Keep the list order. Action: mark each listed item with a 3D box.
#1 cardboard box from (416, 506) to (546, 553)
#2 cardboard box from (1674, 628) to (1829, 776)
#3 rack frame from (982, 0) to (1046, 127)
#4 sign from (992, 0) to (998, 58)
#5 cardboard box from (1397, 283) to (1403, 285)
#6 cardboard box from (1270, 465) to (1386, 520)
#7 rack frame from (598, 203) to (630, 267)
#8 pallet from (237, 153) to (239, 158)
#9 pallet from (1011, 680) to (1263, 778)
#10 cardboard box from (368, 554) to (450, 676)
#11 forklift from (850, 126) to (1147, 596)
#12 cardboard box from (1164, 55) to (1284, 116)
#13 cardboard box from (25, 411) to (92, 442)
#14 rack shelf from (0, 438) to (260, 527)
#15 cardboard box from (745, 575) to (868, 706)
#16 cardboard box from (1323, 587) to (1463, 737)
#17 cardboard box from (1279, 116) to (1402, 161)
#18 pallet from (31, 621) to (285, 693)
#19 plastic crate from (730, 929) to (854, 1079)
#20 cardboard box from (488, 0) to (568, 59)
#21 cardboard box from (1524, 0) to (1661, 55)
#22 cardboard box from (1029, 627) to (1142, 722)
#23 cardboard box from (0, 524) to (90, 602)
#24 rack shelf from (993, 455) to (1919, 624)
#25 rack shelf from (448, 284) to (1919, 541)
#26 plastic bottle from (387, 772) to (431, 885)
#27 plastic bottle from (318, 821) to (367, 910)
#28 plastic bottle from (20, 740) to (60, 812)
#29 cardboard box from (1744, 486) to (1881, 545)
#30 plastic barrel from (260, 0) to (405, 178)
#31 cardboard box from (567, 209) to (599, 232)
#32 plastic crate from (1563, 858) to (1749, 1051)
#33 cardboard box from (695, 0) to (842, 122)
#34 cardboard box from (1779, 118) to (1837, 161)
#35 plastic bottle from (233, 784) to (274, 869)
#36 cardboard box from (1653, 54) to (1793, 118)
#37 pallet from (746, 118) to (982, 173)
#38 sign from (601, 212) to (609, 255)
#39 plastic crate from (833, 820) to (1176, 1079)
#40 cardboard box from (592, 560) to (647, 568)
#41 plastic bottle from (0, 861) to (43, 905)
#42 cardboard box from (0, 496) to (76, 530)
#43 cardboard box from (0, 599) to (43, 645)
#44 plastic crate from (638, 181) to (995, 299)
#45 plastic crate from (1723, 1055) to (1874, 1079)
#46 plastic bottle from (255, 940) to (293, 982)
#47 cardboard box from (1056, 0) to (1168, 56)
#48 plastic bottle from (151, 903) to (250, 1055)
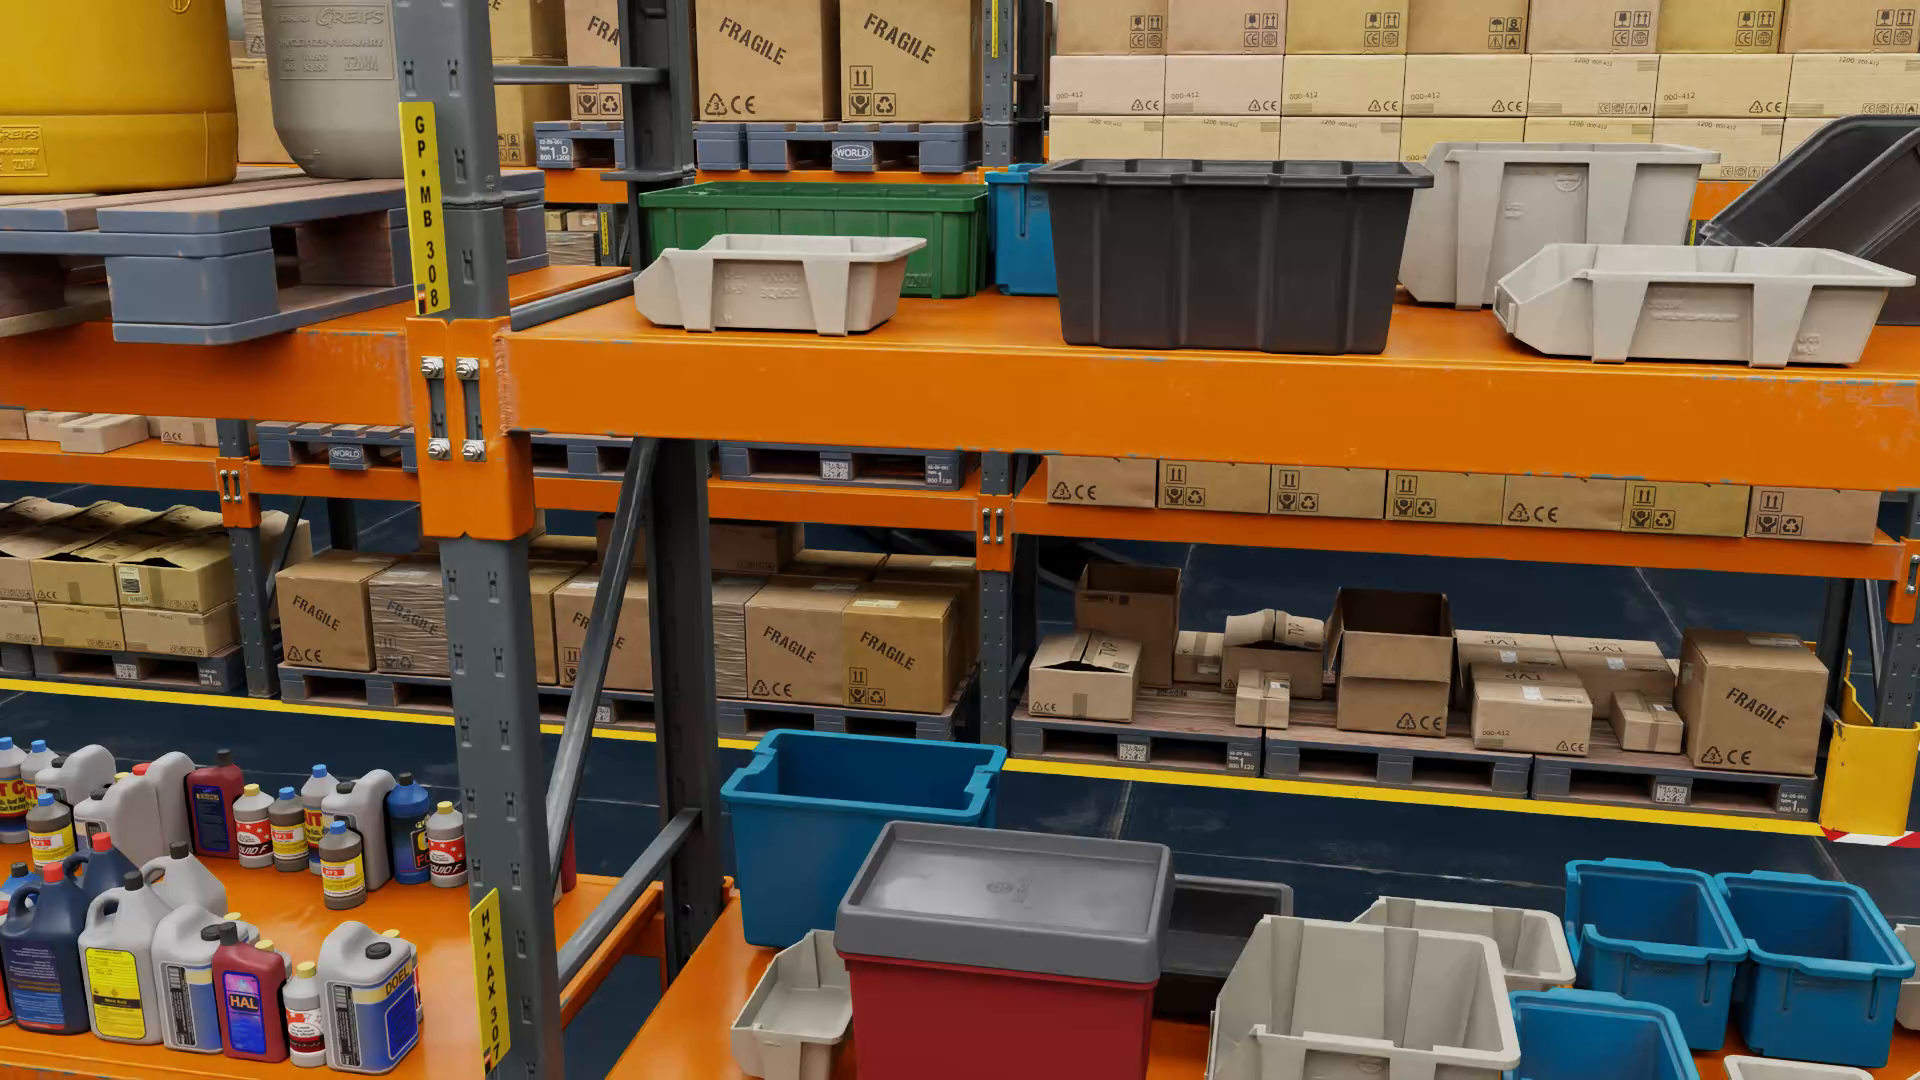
[{"bbox_3d":[-2.642,-0.103,9.198,0.500,0.250,0.500,4,16,13],"label":"cardboard box"},{"bbox_3d":[3.597,0.729,7.599,0.500,0.500,0.500,3,16,11],"label":"cardboard box"},{"bbox_3d":[0.259,-3.403,7.419,0.127,3.000,1.000,3,16,11],"label":"rack frame"},{"bbox_3d":[0.152,-2.251,7.173,0.005,0.325,0.100,3,16,11],"label":"sign"},{"bbox_3d":[2.180,-0.861,7.421,0.500,0.500,0.500,4,16,13],"label":"cardboard box"},{"bbox_3d":[1.696,-0.408,7.658,0.500,0.500,0.500,3,16,11],"label":"cardboard box"},{"bbox_3d":[-2.678,-2.020,13.667,0.127,3.000,1.000,3,16,11],"label":"rack frame"},{"bbox_3d":[-4.344,-2.092,8.659,1.003,0.211,1.213,4,16,14],"label":"pallet"},{"bbox_3d":[0.932,0.869,8.459,1.213,0.211,1.003,3,16,11],"label":"pallet"},{"bbox_3d":[-2.758,0.394,8.811,0.500,0.500,0.500,3,16,9],"label":"cardboard box"},{"bbox_3d":[0.310,-1.243,10.988,1.130,2.935,3.031,-9,18,-29],"label":"forklift"},{"bbox_3d":[1.176,-2.009,7.351,0.500,0.250,0.500,3,16,11],"label":"cardboard box"},{"bbox_3d":[-4.922,-0.656,9.213,0.250,0.149,0.380,4,16,15],"label":"cardboard box"},{"bbox_3d":[-5.621,-0.484,9.468,4.000,0.370,1.077,3,16,11],"label":"rack shelf"},{"bbox_3d":[-0.765,0.501,8.422,0.500,0.500,0.500,3,16,11],"label":"cardboard box"},{"bbox_3d":[2.101,0.578,8.139,0.637,0.503,0.797,3,16,11],"label":"cardboard box"},{"bbox_3d":[1.665,-1.740,7.315,0.500,0.250,0.500,3,16,11],"label":"cardboard box"},{"bbox_3d":[-4.460,0.565,9.555,1.213,0.211,1.003,3,16,11],"label":"pallet"},{"bbox_3d":[-0.304,0.944,3.346,0.243,0.136,0.396,3,16,11],"label":"plastic crate"},{"bbox_3d":[-2.235,-2.621,8.155,0.500,0.500,0.500,3,16,11],"label":"cardboard box"},{"bbox_3d":[2.687,-2.345,7.159,0.500,0.500,0.700,3,16,11],"label":"cardboard box"},{"bbox_3d":[0.627,0.651,8.235,0.500,0.311,0.500,3,16,11],"label":"cardboard box"},{"bbox_3d":[-5.228,0.111,9.286,0.500,0.311,0.500,3,16,11],"label":"cardboard box"},{"bbox_3d":[2.219,-0.059,7.932,4.000,0.370,1.077,3,16,11],"label":"rack shelf"},{"bbox_3d":[1.228,-0.209,2.854,4.000,0.370,1.077,3,16,11],"label":"rack shelf"},{"bbox_3d":[-1.349,0.701,4.083,0.097,0.271,0.097,0,15,0],"label":"plastic bottle"},{"bbox_3d":[-1.475,0.770,3.967,0.097,0.201,0.097,0,15,0],"label":"plastic bottle"},{"bbox_3d":[-2.352,0.647,4.279,0.097,0.271,0.097,0,15,0],"label":"plastic bottle"},{"bbox_3d":[3.685,-0.300,7.267,0.500,0.500,0.500,4,16,13],"label":"cardboard box"},{"bbox_3d":[-1.198,-1.023,3.406,0.433,0.535,0.433,0,15,0],"label":"plastic barrel"},{"bbox_3d":[-3.022,-2.604,13.546,0.250,0.149,0.380,1,16,4],"label":"cardboard box"},{"bbox_3d":[1.427,0.863,3.458,0.300,0.233,0.416,3,16,11],"label":"plastic crate"},{"bbox_3d":[-0.880,-2.332,8.010,0.600,0.600,0.600,3,16,10],"label":"cardboard box"},{"bbox_3d":[3.623,-1.630,6.921,0.500,0.250,0.500,3,16,11],"label":"cardboard box"},{"bbox_3d":[-1.767,0.712,4.174,0.097,0.201,0.097,0,15,0],"label":"plastic bottle"},{"bbox_3d":[3.134,-1.900,6.958,0.500,0.250,0.500,3,16,11],"label":"cardboard box"},{"bbox_3d":[-0.366,-1.920,8.036,1.003,0.211,1.213,3,16,11],"label":"pallet"},{"bbox_3d":[-2.776,-2.398,13.009,0.005,0.325,0.100,3,16,11],"label":"sign"},{"bbox_3d":[0.093,0.837,3.118,0.583,0.464,0.402,3,16,11],"label":"plastic crate"},{"bbox_3d":[-1.675,0.310,9.111,0.500,0.500,0.500,3,16,9],"label":"cardboard box"},{"bbox_3d":[-2.028,0.830,3.619,0.097,0.271,0.097,0,15,0],"label":"plastic bottle"},{"bbox_3d":[-5.635,-0.057,9.893,0.500,0.311,0.500,3,16,10],"label":"cardboard box"},{"bbox_3d":[-5.223,0.380,9.365,0.500,0.250,0.500,3,16,12],"label":"cardboard box"},{"bbox_3d":[-0.257,-0.616,3.375,0.662,0.188,0.450,3,16,11],"label":"plastic crate"},{"bbox_3d":[1.500,1.060,2.926,0.250,0.136,0.298,3,16,11],"label":"plastic crate"},{"bbox_3d":[-1.420,0.921,3.419,0.097,0.201,0.097,0,15,0],"label":"plastic bottle"},{"bbox_3d":[0.743,-2.471,7.615,0.500,0.500,0.700,3,16,11],"label":"cardboard box"},{"bbox_3d":[-1.541,0.888,3.400,0.135,0.276,0.152,3,16,11],"label":"plastic bottle"}]
